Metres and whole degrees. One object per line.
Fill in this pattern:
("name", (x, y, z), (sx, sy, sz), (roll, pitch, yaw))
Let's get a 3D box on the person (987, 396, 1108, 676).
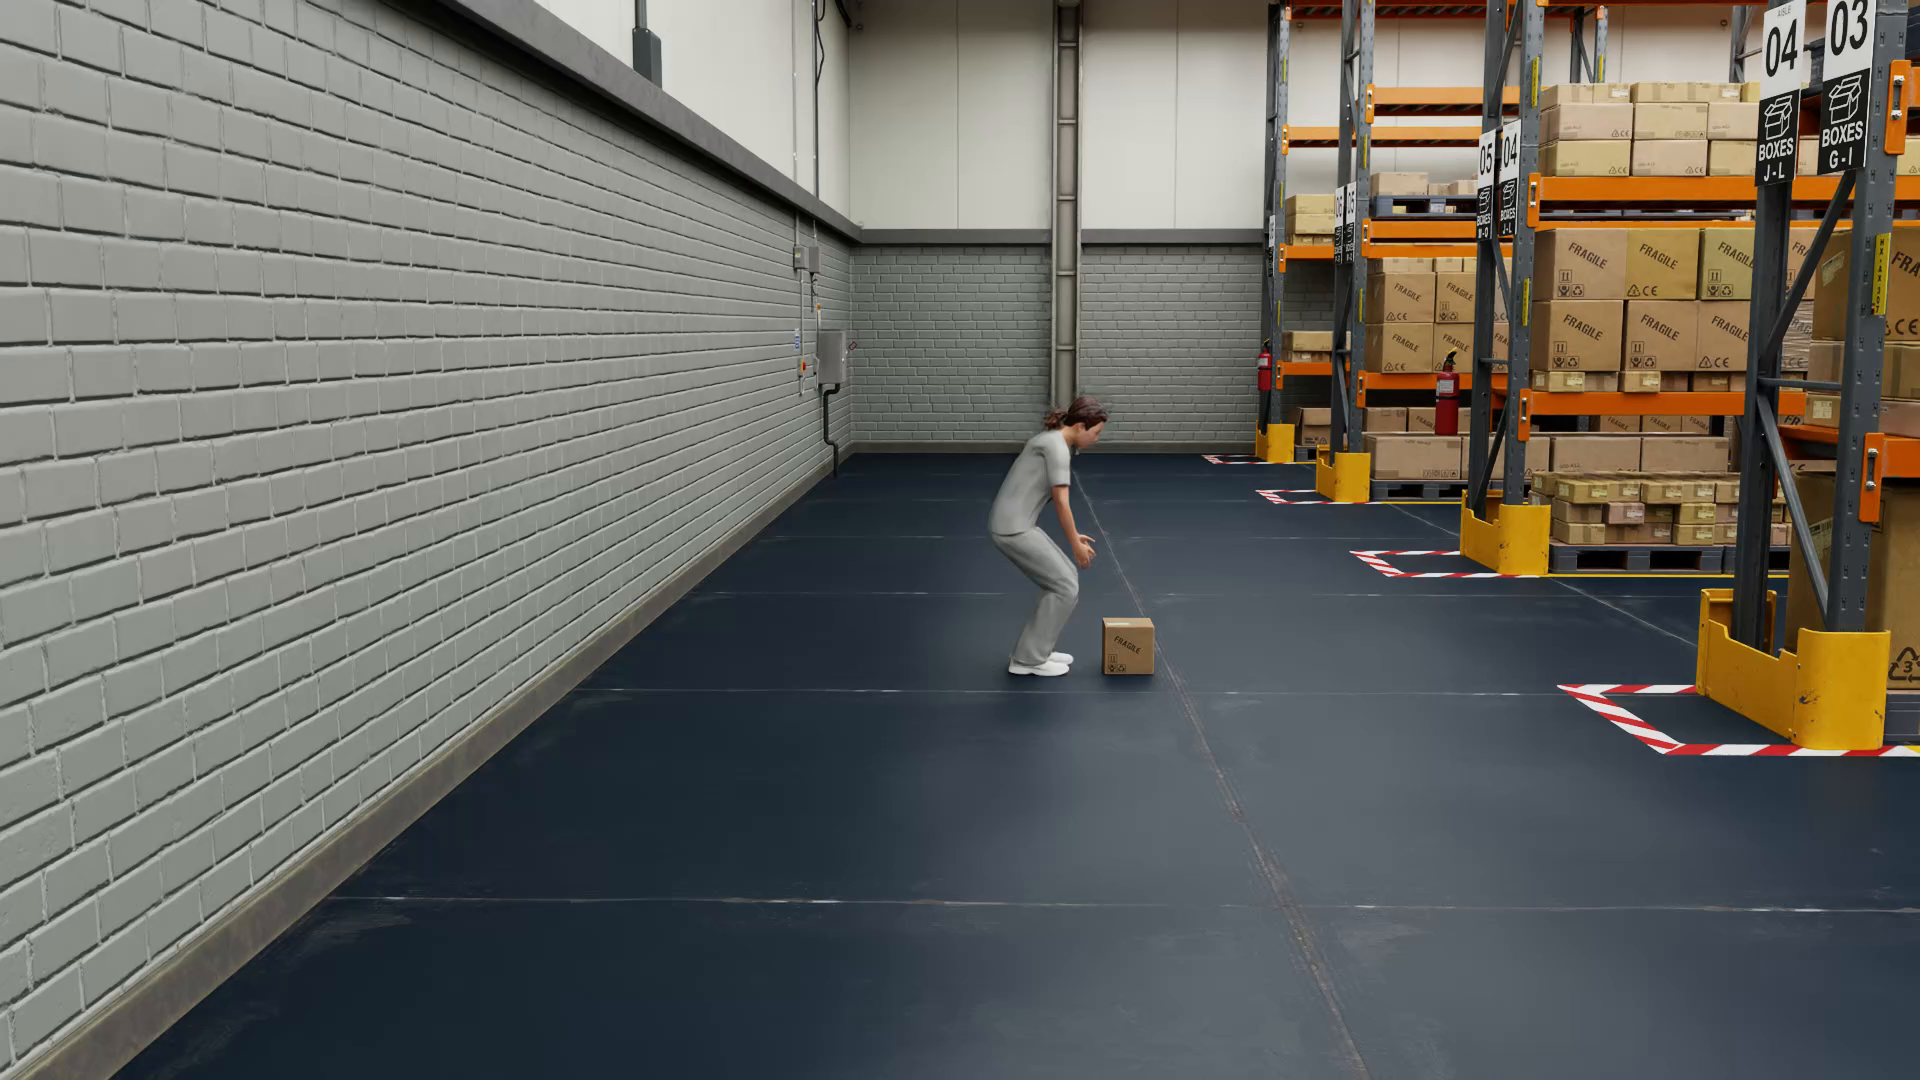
("person", (0.447, -0.031, 8.564), (0.616, 1.417, 0.490), (0, 7, 2))
